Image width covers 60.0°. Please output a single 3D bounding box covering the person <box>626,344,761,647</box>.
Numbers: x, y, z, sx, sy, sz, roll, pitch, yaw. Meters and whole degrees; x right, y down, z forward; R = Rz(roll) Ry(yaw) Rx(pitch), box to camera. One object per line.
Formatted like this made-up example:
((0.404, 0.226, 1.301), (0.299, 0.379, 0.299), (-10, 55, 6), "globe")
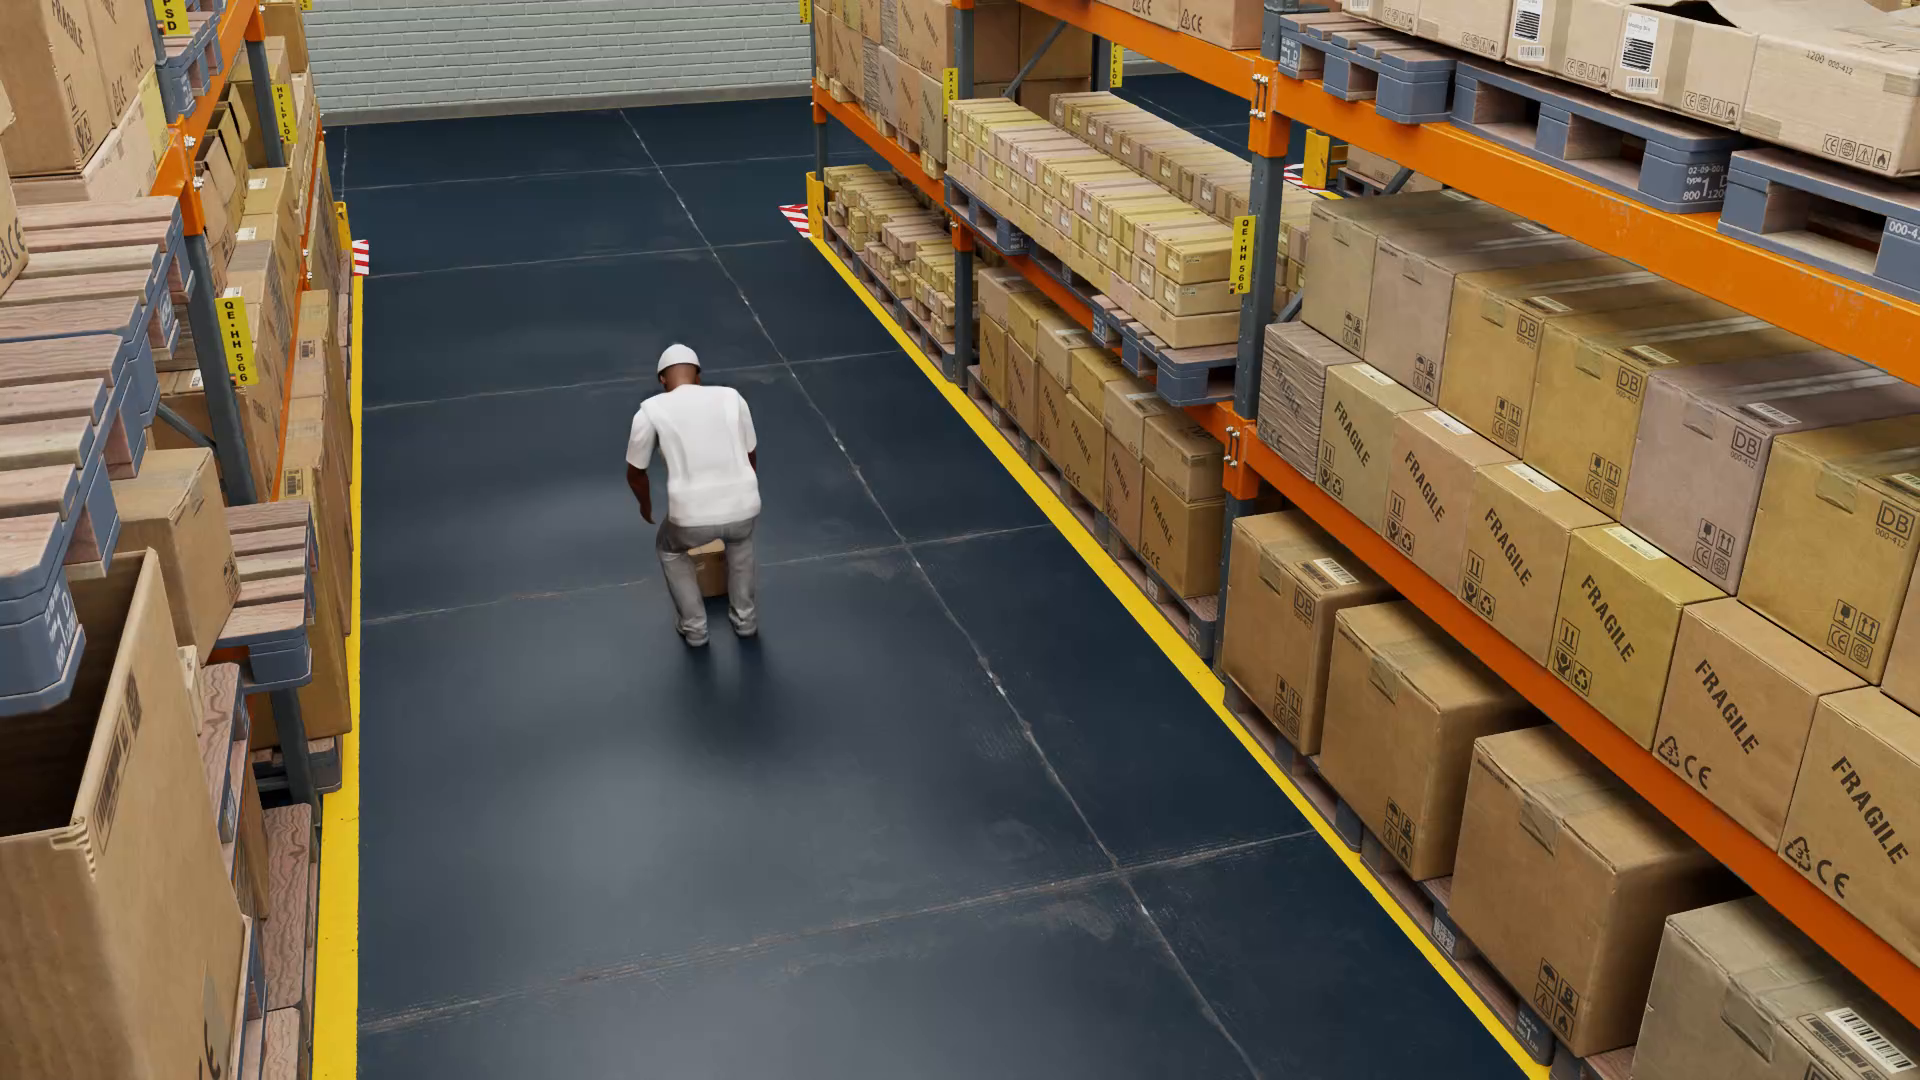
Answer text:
((-1.250, -0.196, 7.933), (0.631, 1.373, 0.779), (-8, 27, -16), "person")
